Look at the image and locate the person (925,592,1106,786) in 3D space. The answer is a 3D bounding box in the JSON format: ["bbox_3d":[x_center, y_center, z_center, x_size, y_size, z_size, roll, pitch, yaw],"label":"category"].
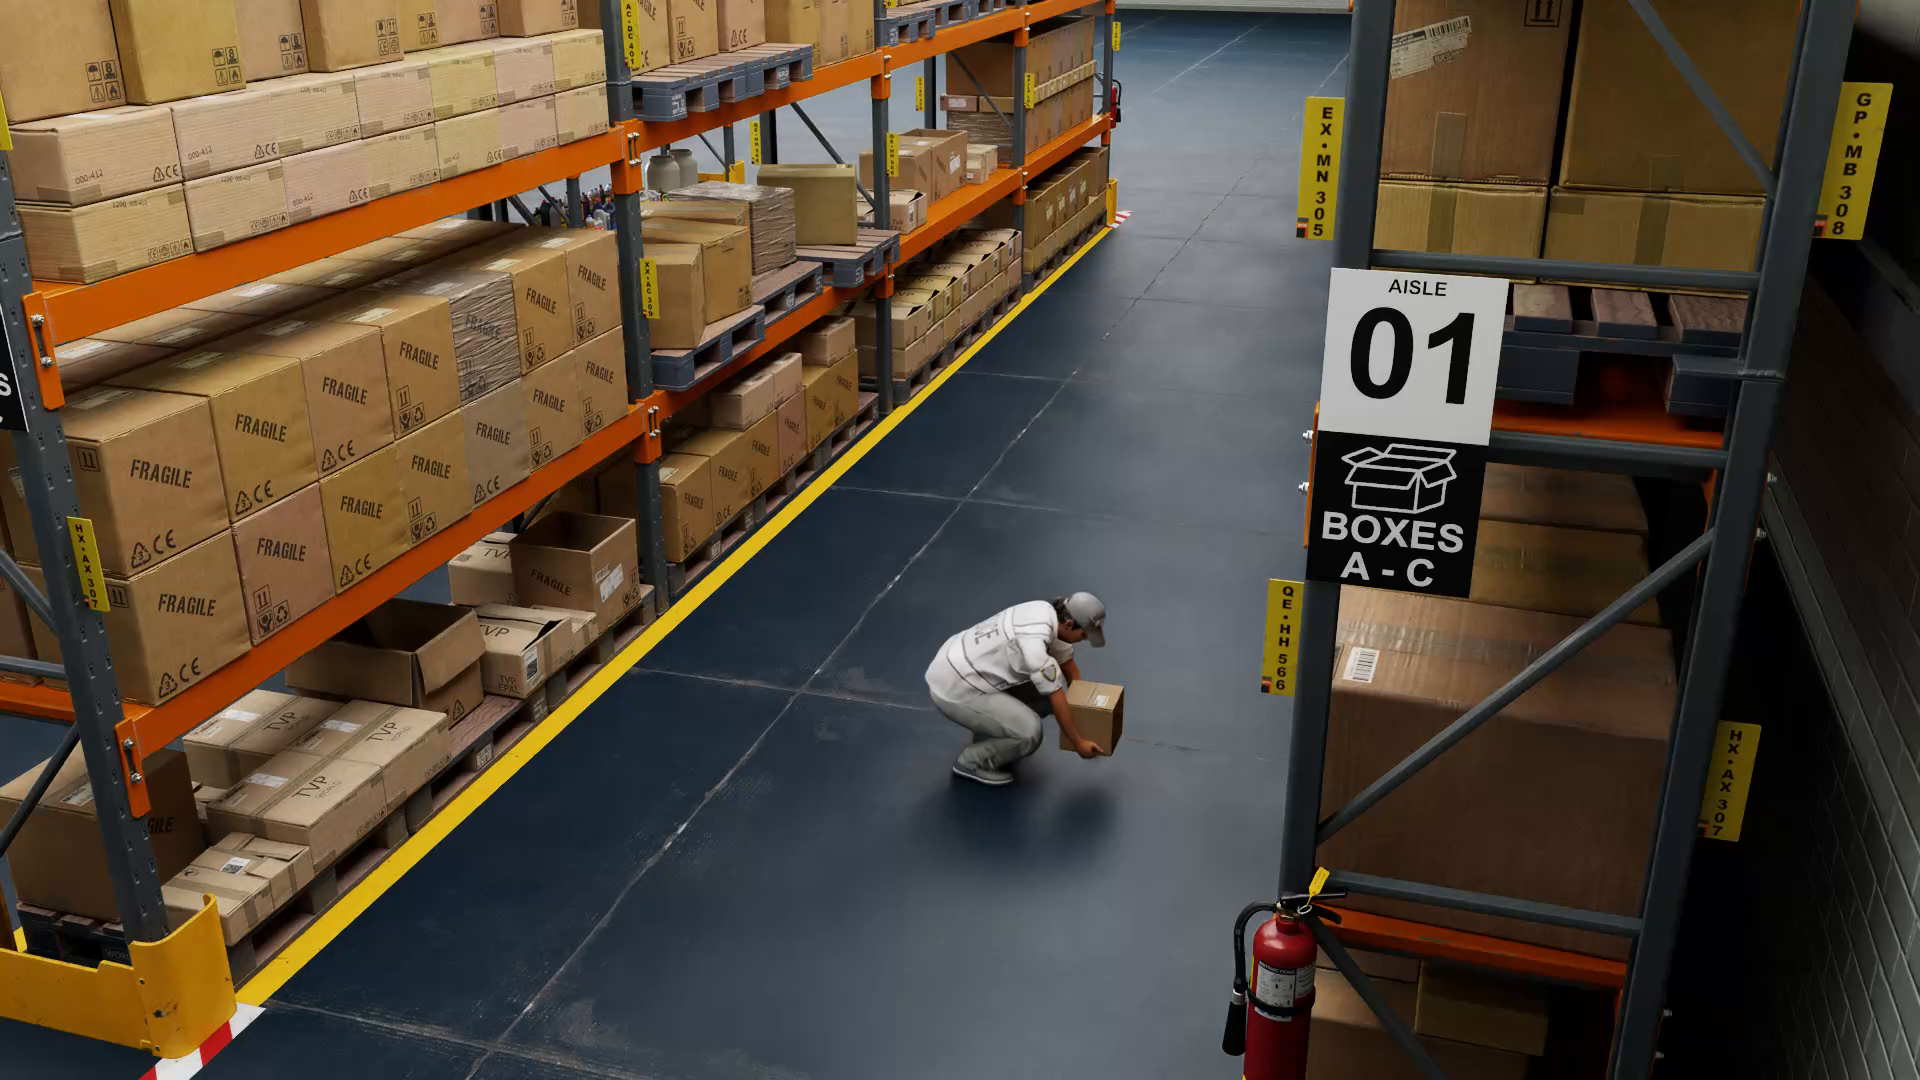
[{"bbox_3d":[0.286,0.675,7.899,0.883,0.947,0.509,6,23,14],"label":"person"}]
